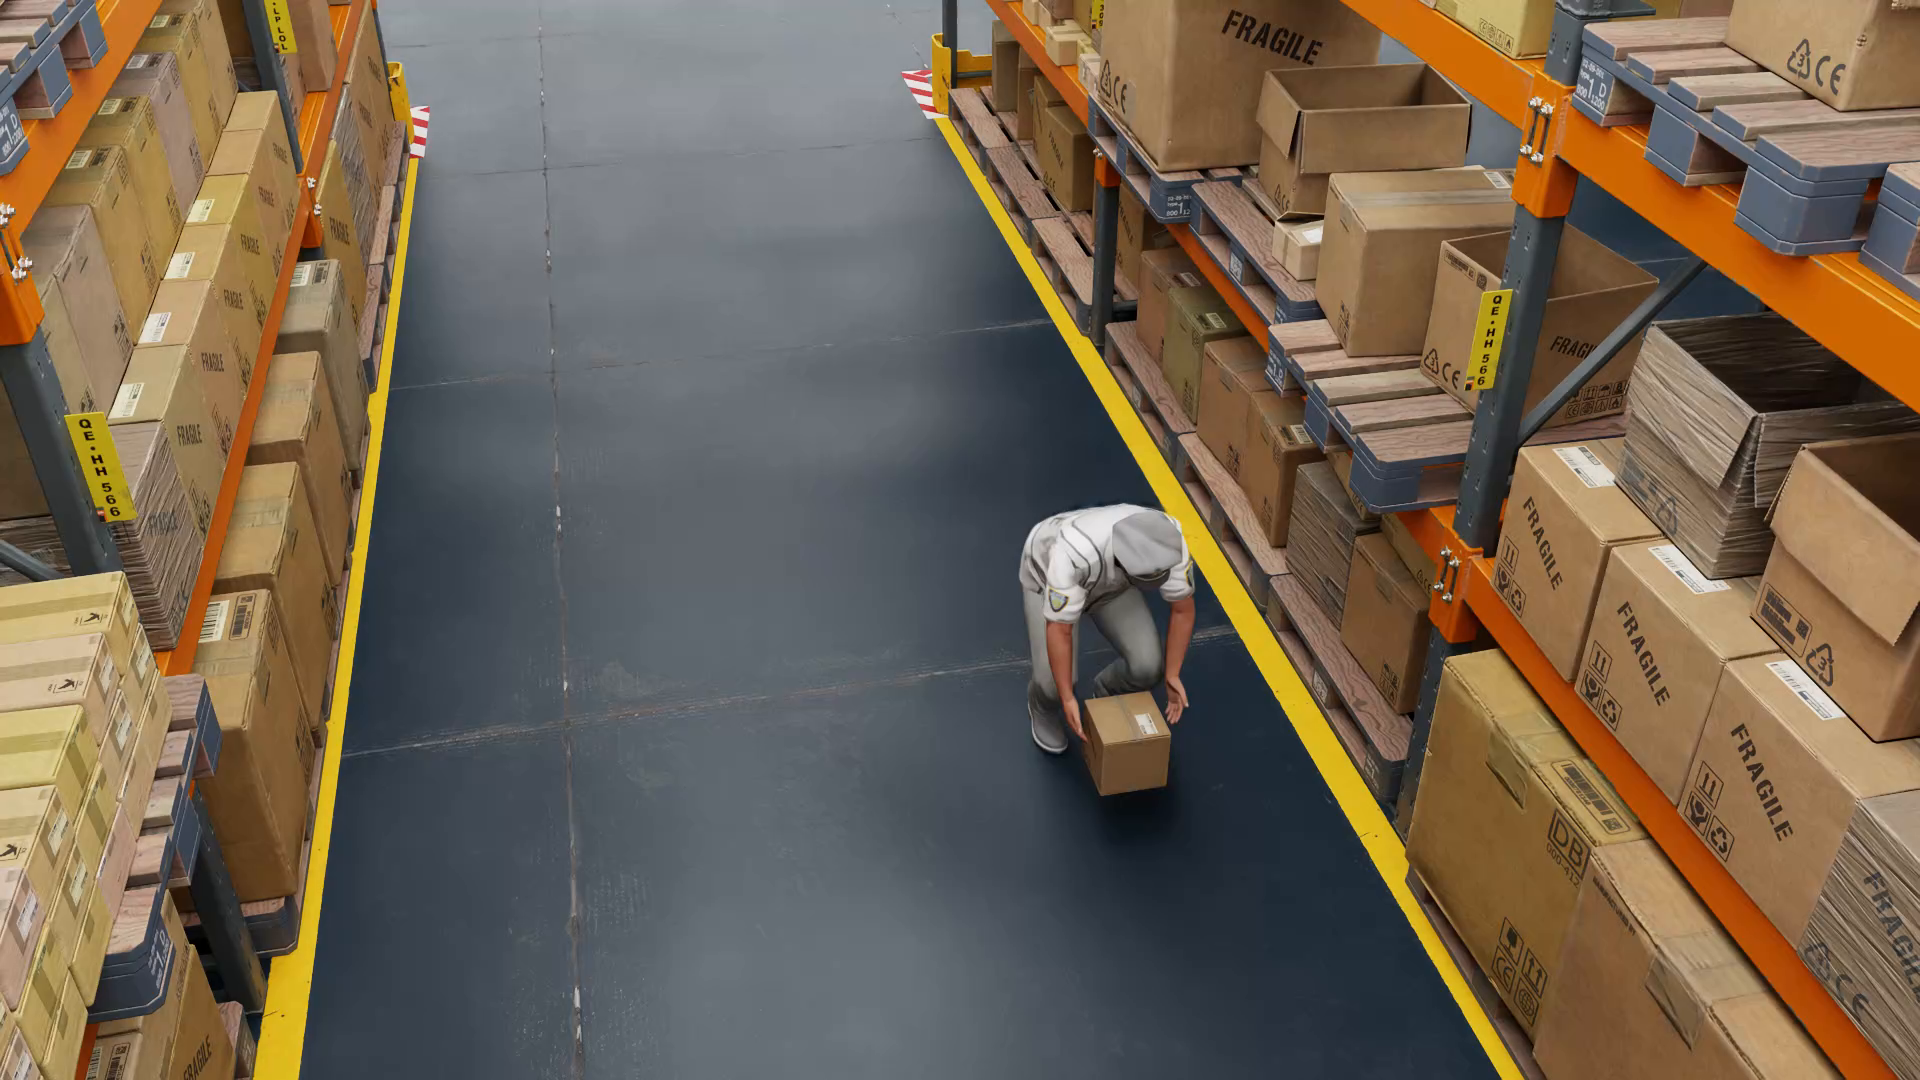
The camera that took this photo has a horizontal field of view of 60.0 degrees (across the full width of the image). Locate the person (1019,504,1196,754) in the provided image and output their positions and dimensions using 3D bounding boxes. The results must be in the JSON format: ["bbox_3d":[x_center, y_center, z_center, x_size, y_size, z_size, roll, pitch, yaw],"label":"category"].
[{"bbox_3d":[0.546,0.284,6.207,0.580,1.208,0.891,-7,35,-11],"label":"person"}]
